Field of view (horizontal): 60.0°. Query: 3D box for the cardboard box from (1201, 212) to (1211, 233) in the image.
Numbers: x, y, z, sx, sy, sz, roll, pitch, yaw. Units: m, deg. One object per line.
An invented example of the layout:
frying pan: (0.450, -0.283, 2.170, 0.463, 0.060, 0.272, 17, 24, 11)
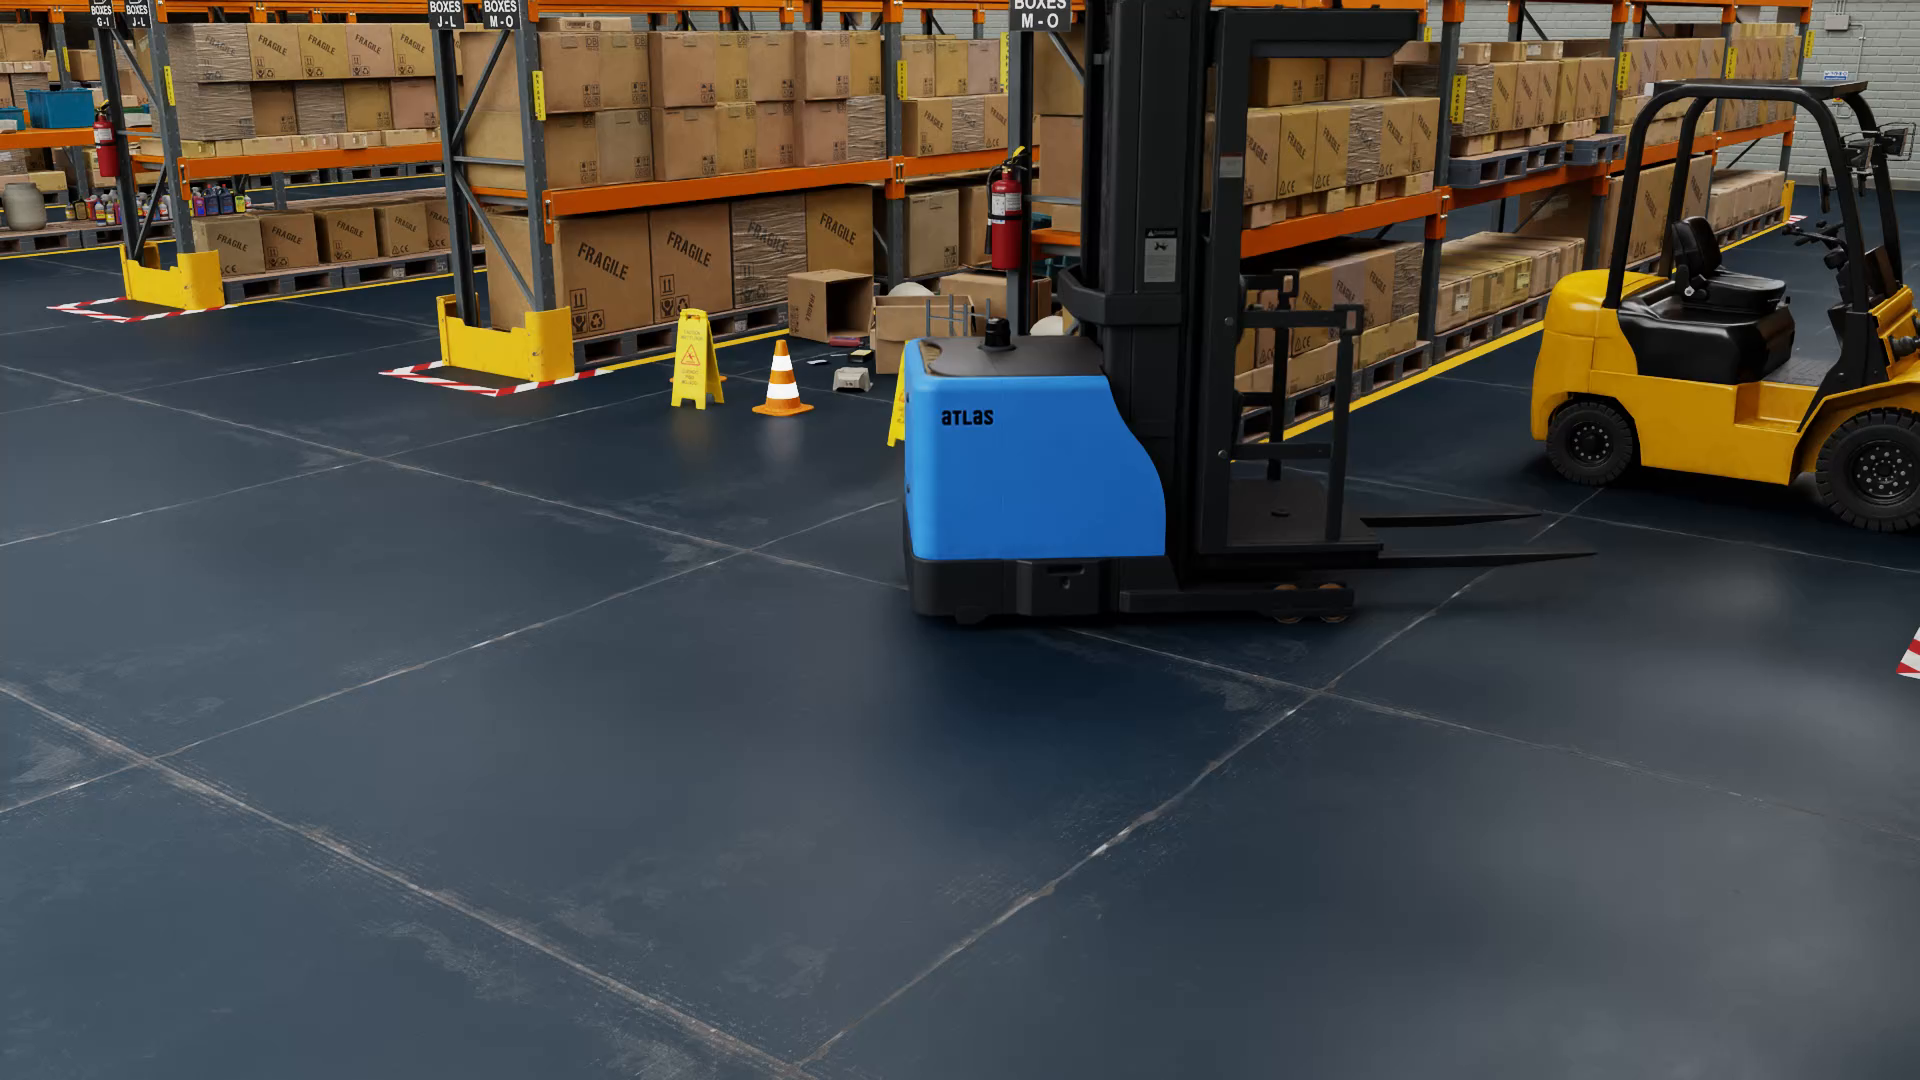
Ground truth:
cardboard box: (1.209, -1.837, 9.526, 0.380, 0.149, 0.250, 13, 21, 35)

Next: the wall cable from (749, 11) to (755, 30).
wall cable: (-6.001, -12.704, 39.216, 3.097, 2.526, 0.112, 12, 21, 35)

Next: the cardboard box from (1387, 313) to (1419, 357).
cardboard box: (2.949, -1.502, 11.951, 0.500, 0.250, 0.500, 14, 22, 37)

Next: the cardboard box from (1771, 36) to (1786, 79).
cardboard box: (9.554, -5.783, 19.953, 0.500, 0.500, 0.500, 12, 21, 34)

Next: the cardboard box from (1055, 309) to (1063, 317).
cardboard box: (0.876, -1.683, 13.214, 0.258, 0.266, 0.396, -1, 17, -3)

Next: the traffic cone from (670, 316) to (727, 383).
traffic cone: (-1.877, -1.365, 11.859, 0.336, 0.463, 0.334, 12, 21, 35)

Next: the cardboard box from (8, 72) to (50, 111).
cardboard box: (-13.087, -6.247, 23.133, 0.700, 0.500, 0.500, 12, 21, 33)

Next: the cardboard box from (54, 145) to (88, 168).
cardboard box: (-12.816, -5.608, 24.227, 0.500, 0.311, 0.500, 12, 21, 35)

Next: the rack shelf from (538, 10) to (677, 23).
rack shelf: (-6.869, -9.776, 30.823, 1.077, 0.370, 4.000, 12, 21, 35)

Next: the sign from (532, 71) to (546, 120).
sign: (-2.892, -3.053, 11.423, 0.100, 0.325, 0.005, 12, 21, 35)

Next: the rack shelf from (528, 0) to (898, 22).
rack shelf: (-2.142, -4.266, 13.079, 1.077, 0.370, 4.000, 12, 21, 35)

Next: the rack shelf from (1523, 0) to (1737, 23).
rack shelf: (6.660, -5.321, 16.476, 1.077, 0.370, 4.000, 12, 21, 35)

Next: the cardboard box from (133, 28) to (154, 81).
cardboard box: (-7.128, -4.444, 15.139, 0.500, 0.500, 0.500, 12, 21, 35)

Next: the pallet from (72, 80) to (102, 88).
pallet: (-14.764, -7.853, 28.796, 1.213, 0.211, 1.003, 12, 21, 35)

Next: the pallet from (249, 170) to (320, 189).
pallet: (-10.966, -5.737, 26.364, 1.003, 0.211, 1.213, 12, 21, 35)

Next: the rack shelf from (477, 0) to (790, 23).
rack shelf: (-3.682, -6.120, 19.047, 1.077, 0.370, 4.000, 12, 21, 35)

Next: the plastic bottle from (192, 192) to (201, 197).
plastic bottle: (-9.252, -4.109, 20.268, 0.152, 0.276, 0.135, 12, 21, 35)

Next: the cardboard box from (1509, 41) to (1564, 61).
cardboard box: (4.720, -4.016, 13.648, 0.380, 0.149, 0.250, 11, 20, 32)

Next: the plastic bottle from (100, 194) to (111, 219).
plastic bottle: (-10.238, -3.989, 19.883, 0.152, 0.276, 0.135, 12, 21, 33)

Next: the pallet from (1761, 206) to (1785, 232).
pallet: (9.822, -4.125, 21.172, 1.003, 0.211, 1.213, 12, 21, 35)

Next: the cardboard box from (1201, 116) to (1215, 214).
cardboard box: (1.207, -2.104, 9.291, 0.500, 0.500, 0.500, 12, 21, 34)

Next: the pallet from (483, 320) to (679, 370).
pallet: (-2.920, -1.573, 12.955, 1.003, 0.211, 1.213, 12, 21, 35)

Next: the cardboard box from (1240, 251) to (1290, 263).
cardboard box: (1.897, -1.703, 11.334, 0.500, 0.500, 0.500, 14, 22, 37)

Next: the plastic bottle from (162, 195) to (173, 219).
plastic bottle: (-9.410, -3.974, 19.833, 0.152, 0.276, 0.135, 13, 21, 36)

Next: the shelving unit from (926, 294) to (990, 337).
shelving unit: (-0.009, -0.570, 8.055, 0.258, 1.200, 0.189, 12, 21, 35)

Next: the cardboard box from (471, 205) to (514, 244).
cardboard box: (-5.144, -3.473, 17.876, 0.500, 0.500, 0.500, 12, 21, 33)

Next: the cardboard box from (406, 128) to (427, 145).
cardboard box: (-5.550, -4.042, 16.626, 0.380, 0.149, 0.250, 12, 21, 35)

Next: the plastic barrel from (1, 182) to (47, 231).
plastic barrel: (-10.605, -3.779, 18.841, 0.421, 0.512, 0.421, 0, 17, 0)

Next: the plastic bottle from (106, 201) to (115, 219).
plastic bottle: (-10.126, -3.936, 19.837, 0.097, 0.201, 0.097, 0, 17, 0)

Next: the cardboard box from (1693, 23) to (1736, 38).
cardboard box: (8.248, -5.573, 18.183, 0.380, 0.149, 0.250, 12, 21, 34)

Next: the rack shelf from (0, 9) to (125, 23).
rack shelf: (-15.616, -8.745, 27.503, 1.077, 0.370, 4.000, 12, 21, 35)

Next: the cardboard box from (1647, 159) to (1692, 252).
cardboard box: (7.015, -3.516, 17.383, 0.875, 0.875, 0.875, 13, 22, 36)

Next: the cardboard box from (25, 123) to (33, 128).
cardboard box: (-15.816, -6.963, 27.816, 0.500, 0.250, 0.500, 12, 21, 33)

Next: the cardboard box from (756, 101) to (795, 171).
cardboard box: (-1.887, -3.393, 13.858, 0.875, 0.550, 0.550, 12, 21, 35)

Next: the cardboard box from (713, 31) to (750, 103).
cardboard box: (-2.174, -3.776, 13.271, 0.875, 0.550, 0.500, 12, 21, 35)

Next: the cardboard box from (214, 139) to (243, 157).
cardboard box: (-6.731, -3.563, 15.085, 0.380, 0.149, 0.250, 12, 21, 35)

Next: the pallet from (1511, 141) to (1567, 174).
pallet: (4.322, -3.185, 13.767, 1.003, 0.211, 1.213, 12, 21, 35)

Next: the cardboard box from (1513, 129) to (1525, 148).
cardboard box: (4.267, -3.211, 13.241, 0.380, 0.149, 0.250, 13, 21, 35)

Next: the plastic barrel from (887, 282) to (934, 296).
plastic barrel: (-0.394, -1.882, 13.591, 0.421, 0.421, 0.512, -4, 18, -13)

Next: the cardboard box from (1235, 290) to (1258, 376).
cardboard box: (1.418, -1.245, 9.859, 0.500, 0.500, 0.500, 12, 21, 33)

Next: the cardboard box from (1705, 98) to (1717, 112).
cardboard box: (7.784, -4.728, 17.820, 0.500, 0.250, 0.500, 12, 21, 35)

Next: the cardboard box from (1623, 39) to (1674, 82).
cardboard box: (6.567, -4.596, 16.130, 0.500, 0.500, 0.500, 13, 22, 36)

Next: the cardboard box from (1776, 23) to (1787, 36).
cardboard box: (9.781, -6.182, 20.144, 0.380, 0.149, 0.250, 13, 21, 36)

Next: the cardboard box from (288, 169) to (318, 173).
cardboard box: (-10.562, -5.977, 26.362, 0.500, 0.250, 0.500, 13, 21, 36)

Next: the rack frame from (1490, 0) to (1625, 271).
rack frame: (5.468, -3.756, 15.280, 1.000, 3.000, 0.127, 12, 21, 35)

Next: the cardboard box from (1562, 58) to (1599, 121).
cardboard box: (5.122, -3.864, 14.249, 0.500, 0.500, 0.500, 12, 21, 34)

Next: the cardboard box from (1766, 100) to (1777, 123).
cardboard box: (9.551, -5.306, 20.104, 0.500, 0.500, 0.500, 13, 22, 36)

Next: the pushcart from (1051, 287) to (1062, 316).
pushcart: (1.224, -1.942, 13.860, 1.648, 0.377, 0.936, 5, 18, 16)

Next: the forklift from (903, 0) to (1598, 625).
forklift: (1.276, -1.197, 7.157, 3.031, 2.935, 1.130, -1, 17, -4)

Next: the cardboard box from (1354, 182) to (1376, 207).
cardboard box: (2.536, -2.310, 11.048, 0.380, 0.149, 0.250, 12, 21, 34)

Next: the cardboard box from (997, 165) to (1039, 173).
cardboard box: (0.998, -3.603, 17.875, 1.050, 0.750, 0.750, 12, 21, 34)

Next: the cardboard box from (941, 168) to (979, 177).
cardboard box: (-0.472, -5.490, 23.738, 1.225, 0.875, 0.875, 12, 21, 35)

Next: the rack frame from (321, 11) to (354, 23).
rack frame: (-12.041, -9.086, 32.443, 1.000, 3.000, 0.127, 12, 21, 35)

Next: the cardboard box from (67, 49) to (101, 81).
cardboard box: (-15.008, -8.139, 28.485, 0.700, 0.500, 0.500, 10, 20, 30)
